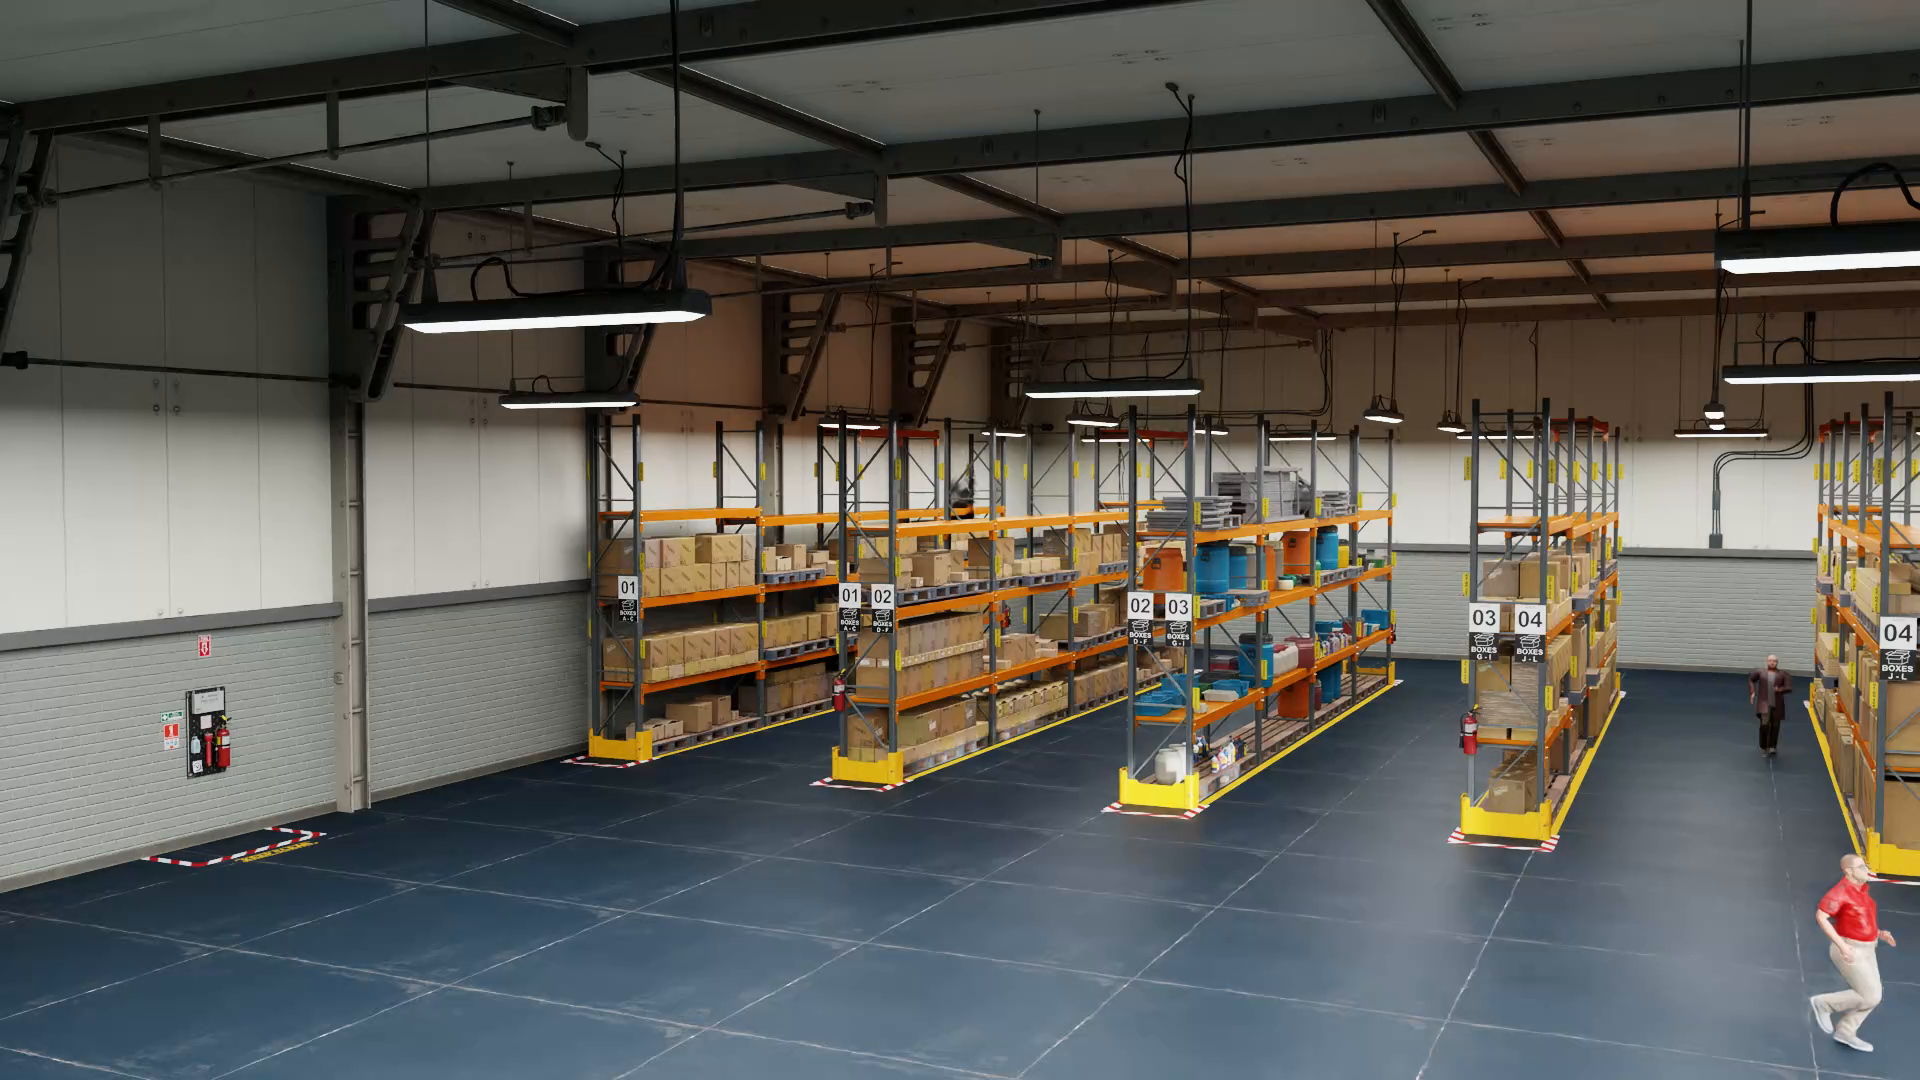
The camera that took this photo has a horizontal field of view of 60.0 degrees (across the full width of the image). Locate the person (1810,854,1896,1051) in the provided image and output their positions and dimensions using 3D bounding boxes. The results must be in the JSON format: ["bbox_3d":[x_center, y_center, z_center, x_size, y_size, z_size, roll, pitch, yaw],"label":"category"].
[{"bbox_3d":[7.763,3.574,14.442,0.672,1.688,0.598,-2,3,-41],"label":"person"}]

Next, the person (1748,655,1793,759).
[{"bbox_3d":[14.174,2.969,29.099,0.663,1.746,0.810,1,2,19],"label":"person"}]
